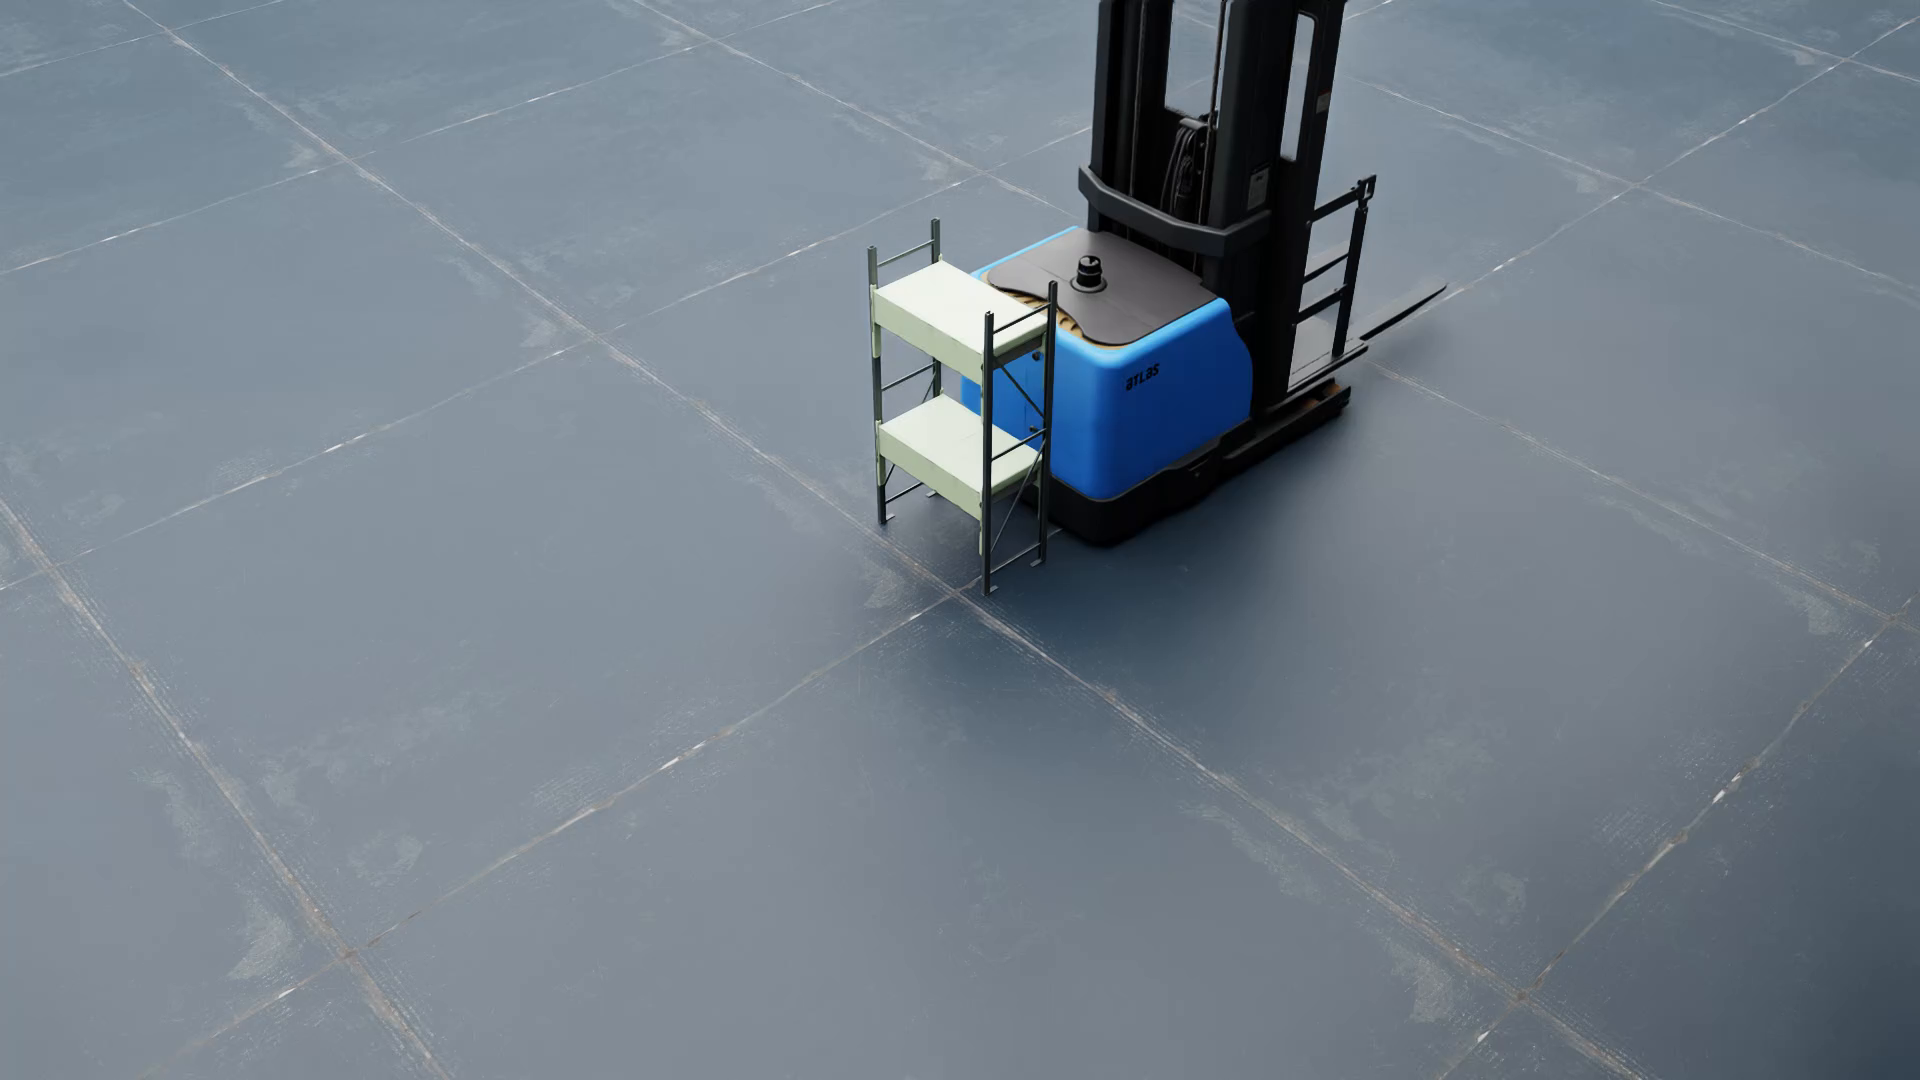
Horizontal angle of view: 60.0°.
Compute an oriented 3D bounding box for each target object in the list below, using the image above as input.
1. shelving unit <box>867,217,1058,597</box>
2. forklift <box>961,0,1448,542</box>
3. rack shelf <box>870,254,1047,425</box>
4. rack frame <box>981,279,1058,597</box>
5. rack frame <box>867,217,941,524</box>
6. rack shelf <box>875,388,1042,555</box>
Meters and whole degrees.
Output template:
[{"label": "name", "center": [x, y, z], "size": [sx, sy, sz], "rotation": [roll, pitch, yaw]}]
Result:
[{"label": "shelving unit", "center": [0.005, -0.580, 7.483], "size": [0.431, 1.500, 0.755], "rotation": [-30, 48, -32]}, {"label": "forklift", "center": [1.417, -1.933, 8.019], "size": [3.031, 2.935, 1.130], "rotation": [-30, 48, -32]}, {"label": "rack shelf", "center": [0.005, -0.884, 7.238], "size": [0.431, 0.370, 0.720], "rotation": [-30, 48, -32]}, {"label": "rack frame", "center": [0.252, -0.411, 7.273], "size": [0.400, 1.500, 0.023], "rotation": [-30, 48, -32]}, {"label": "rack frame", "center": [-0.243, -0.750, 7.693], "size": [0.400, 1.500, 0.023], "rotation": [-30, 48, -32]}, {"label": "rack shelf", "center": [0.005, -0.327, 7.688], "size": [0.431, 0.370, 0.720], "rotation": [-30, 48, -32]}]
